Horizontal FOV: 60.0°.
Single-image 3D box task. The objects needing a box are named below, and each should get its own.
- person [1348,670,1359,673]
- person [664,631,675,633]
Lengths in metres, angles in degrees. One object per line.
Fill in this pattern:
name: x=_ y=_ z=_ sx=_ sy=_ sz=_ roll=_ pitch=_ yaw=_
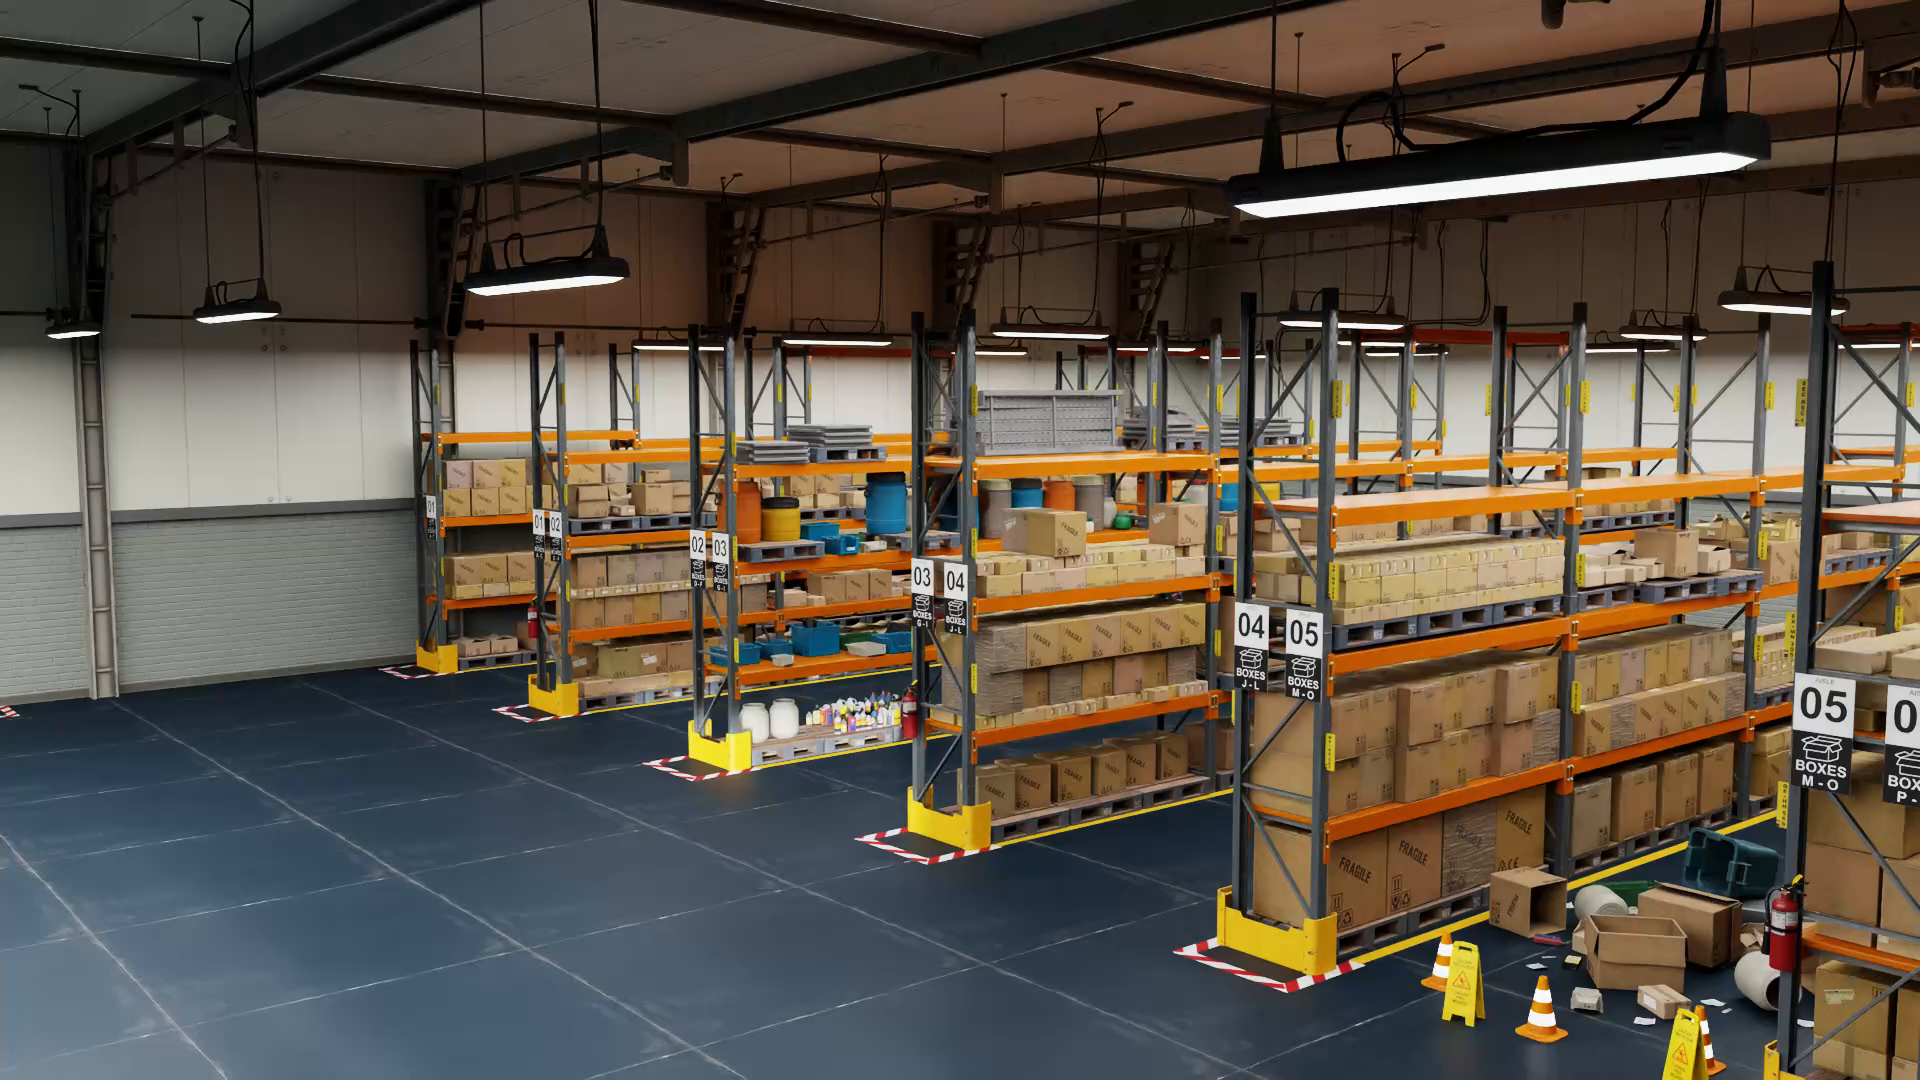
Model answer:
person: x=4.974 y=2.292 z=21.219 sx=0.633 sy=1.715 sz=0.641 roll=-4 pitch=7 yaw=-36
person: x=-5.443 y=1.456 z=30.438 sx=0.779 sy=1.763 sz=0.531 roll=-1 pitch=5 yaw=-8
